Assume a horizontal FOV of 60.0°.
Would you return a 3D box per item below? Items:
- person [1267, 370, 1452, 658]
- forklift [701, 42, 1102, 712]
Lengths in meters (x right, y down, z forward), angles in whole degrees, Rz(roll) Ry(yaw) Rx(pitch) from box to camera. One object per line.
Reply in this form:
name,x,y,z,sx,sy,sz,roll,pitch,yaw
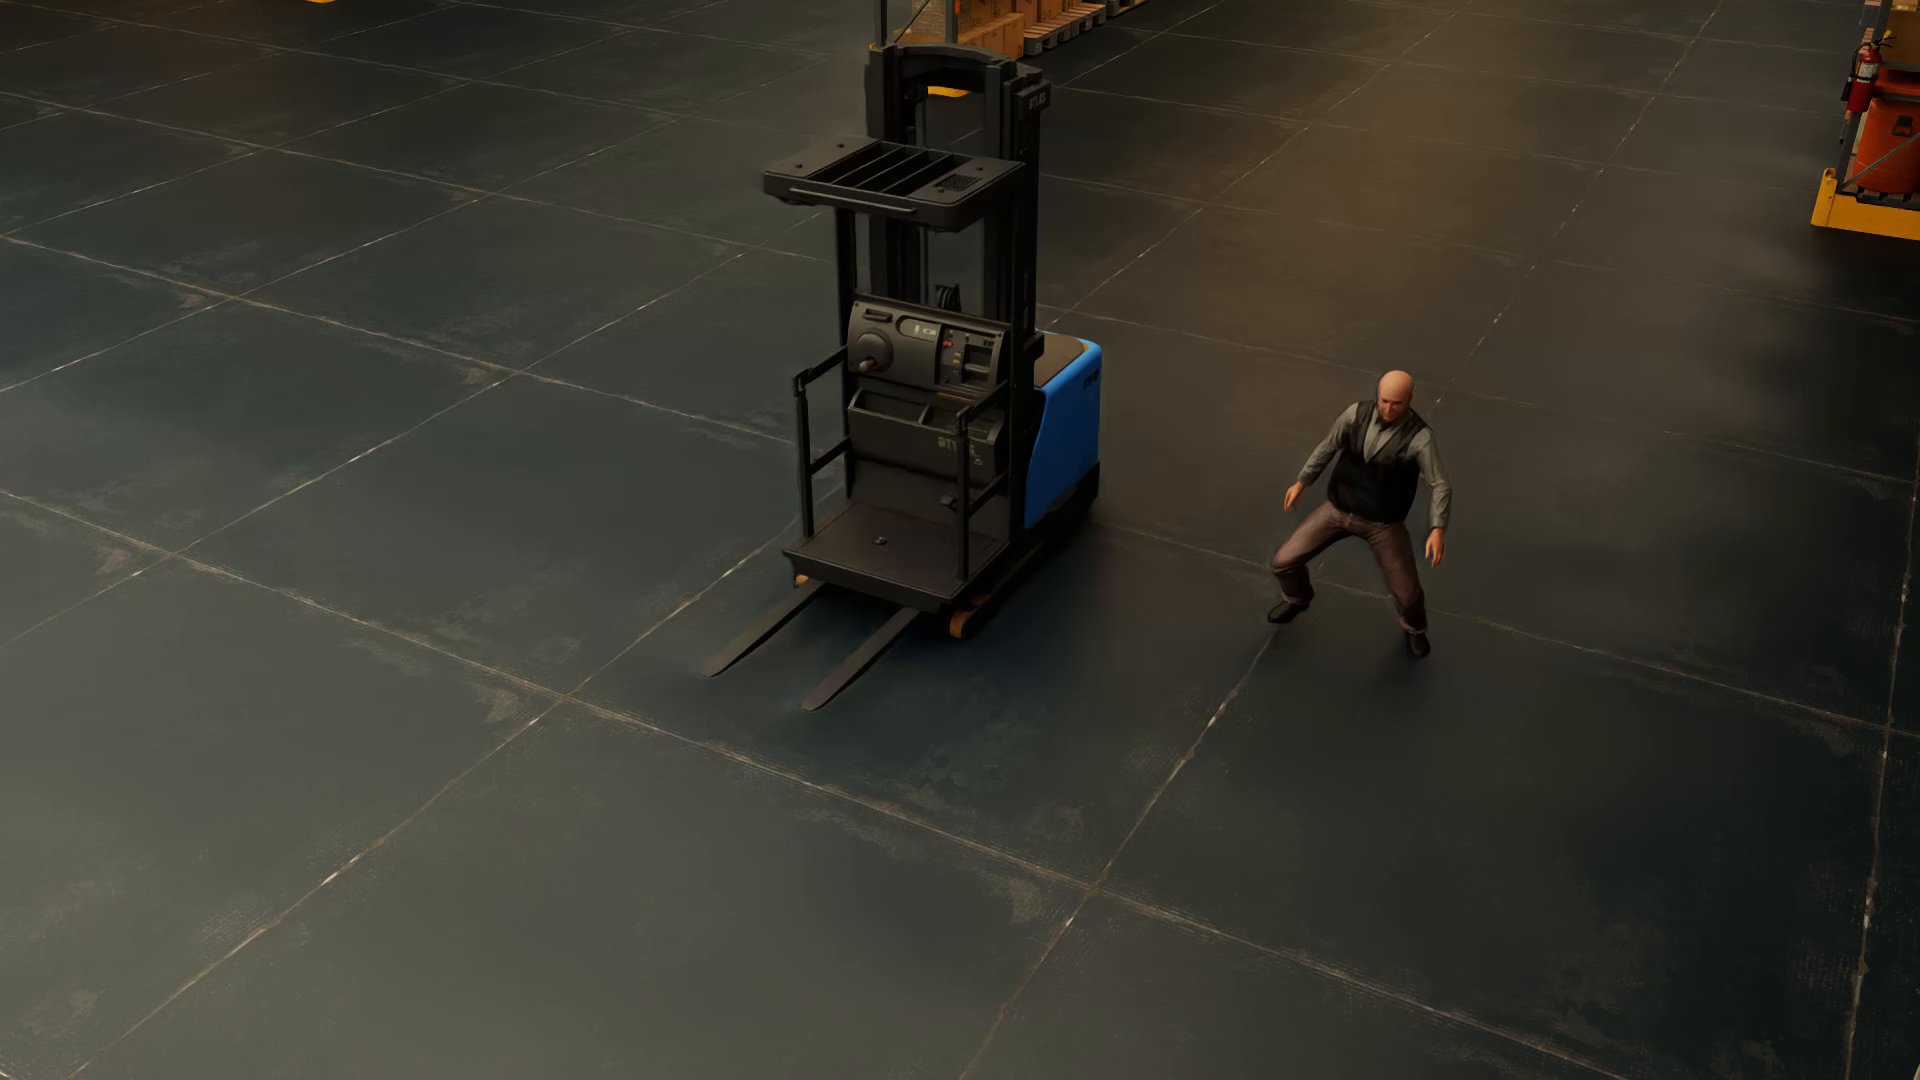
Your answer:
person,2.133,-0.132,8.668,0.936,1.597,0.639,21,36,32
forklift,-0.290,-0.985,8.777,1.130,2.935,3.031,15,33,25
